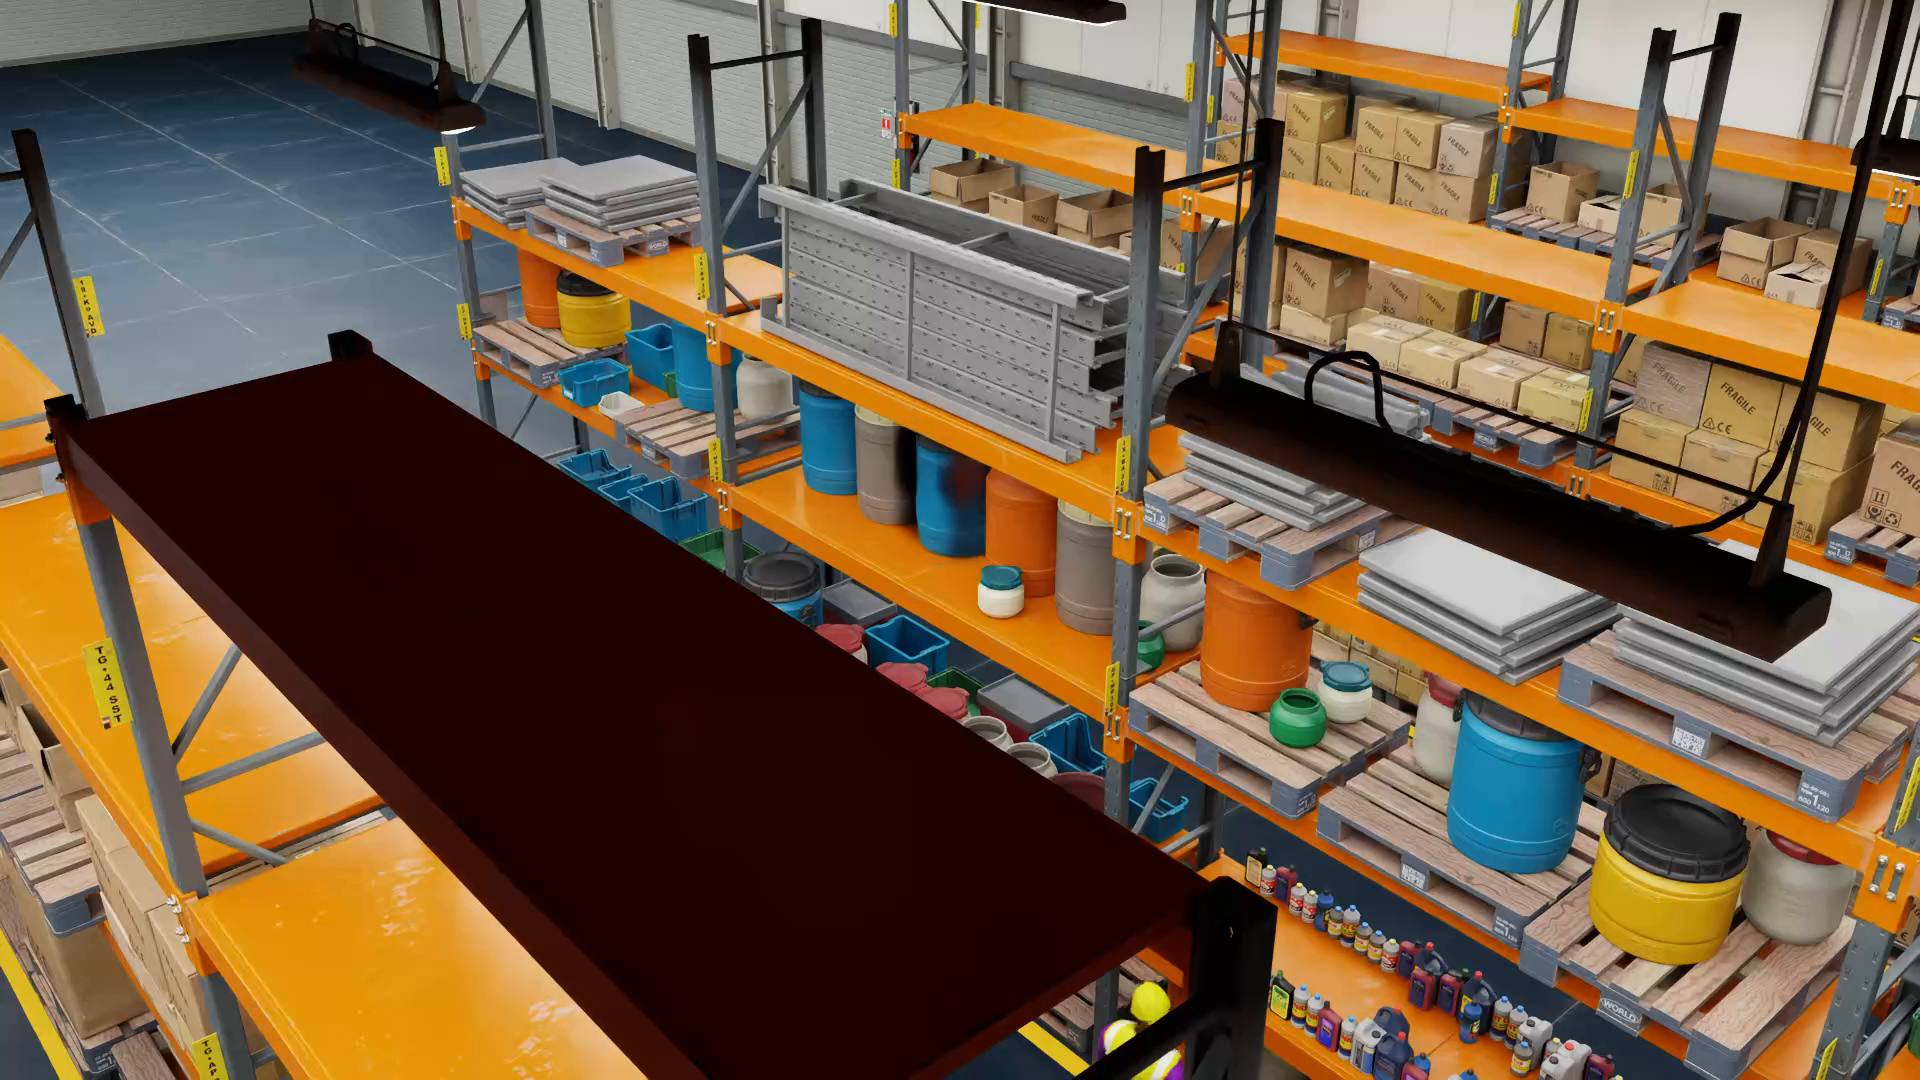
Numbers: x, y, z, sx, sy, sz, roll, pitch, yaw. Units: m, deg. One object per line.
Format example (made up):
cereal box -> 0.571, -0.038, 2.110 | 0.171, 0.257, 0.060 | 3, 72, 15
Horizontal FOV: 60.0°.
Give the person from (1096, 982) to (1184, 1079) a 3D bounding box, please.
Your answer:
person -> 1.031, 3.082, 9.045 | 0.452, 1.682, 0.593 | -21, 34, -36
